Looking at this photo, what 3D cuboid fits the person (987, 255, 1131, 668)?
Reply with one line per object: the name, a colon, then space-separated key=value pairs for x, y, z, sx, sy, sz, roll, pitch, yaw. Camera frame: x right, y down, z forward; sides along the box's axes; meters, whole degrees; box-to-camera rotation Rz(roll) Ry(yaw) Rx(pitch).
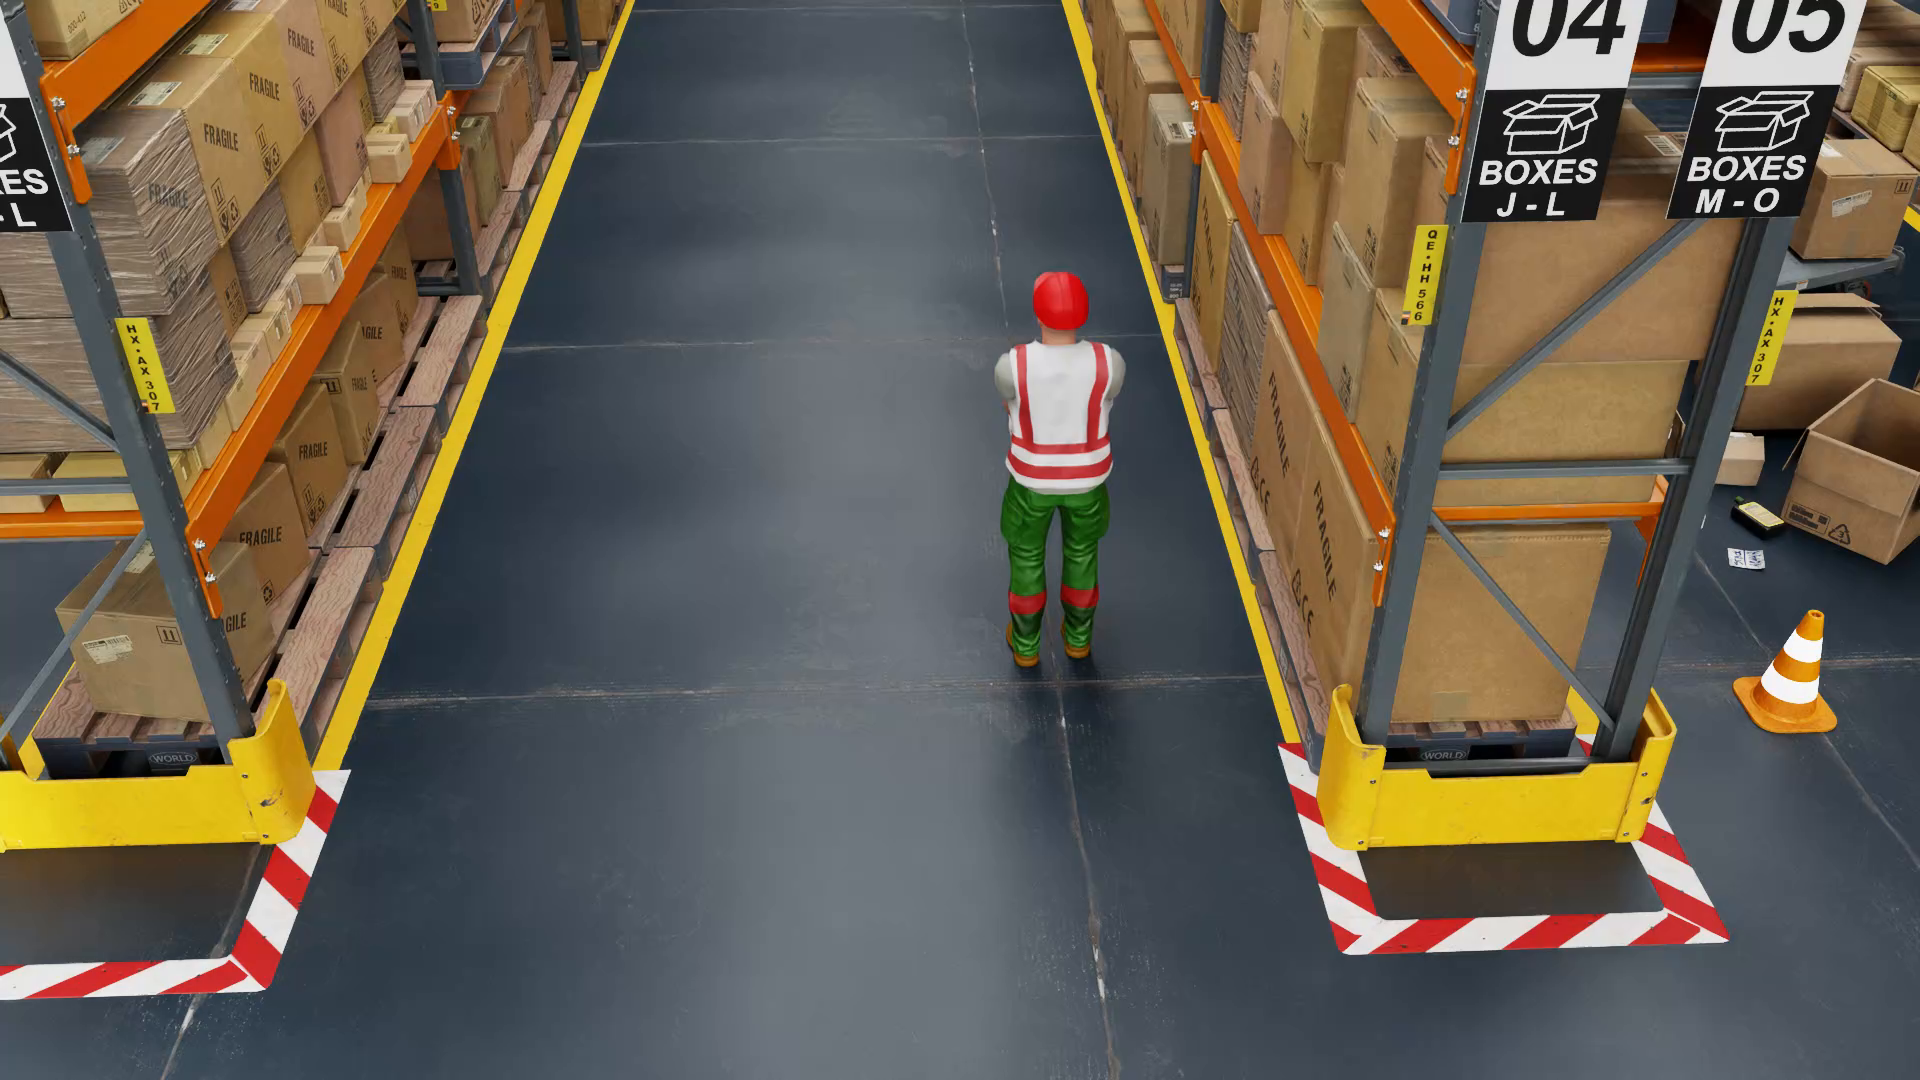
person: x=0.375 y=-0.263 z=6.504 sx=0.553 sy=1.785 sz=0.416 roll=-2 pitch=35 yaw=-3
